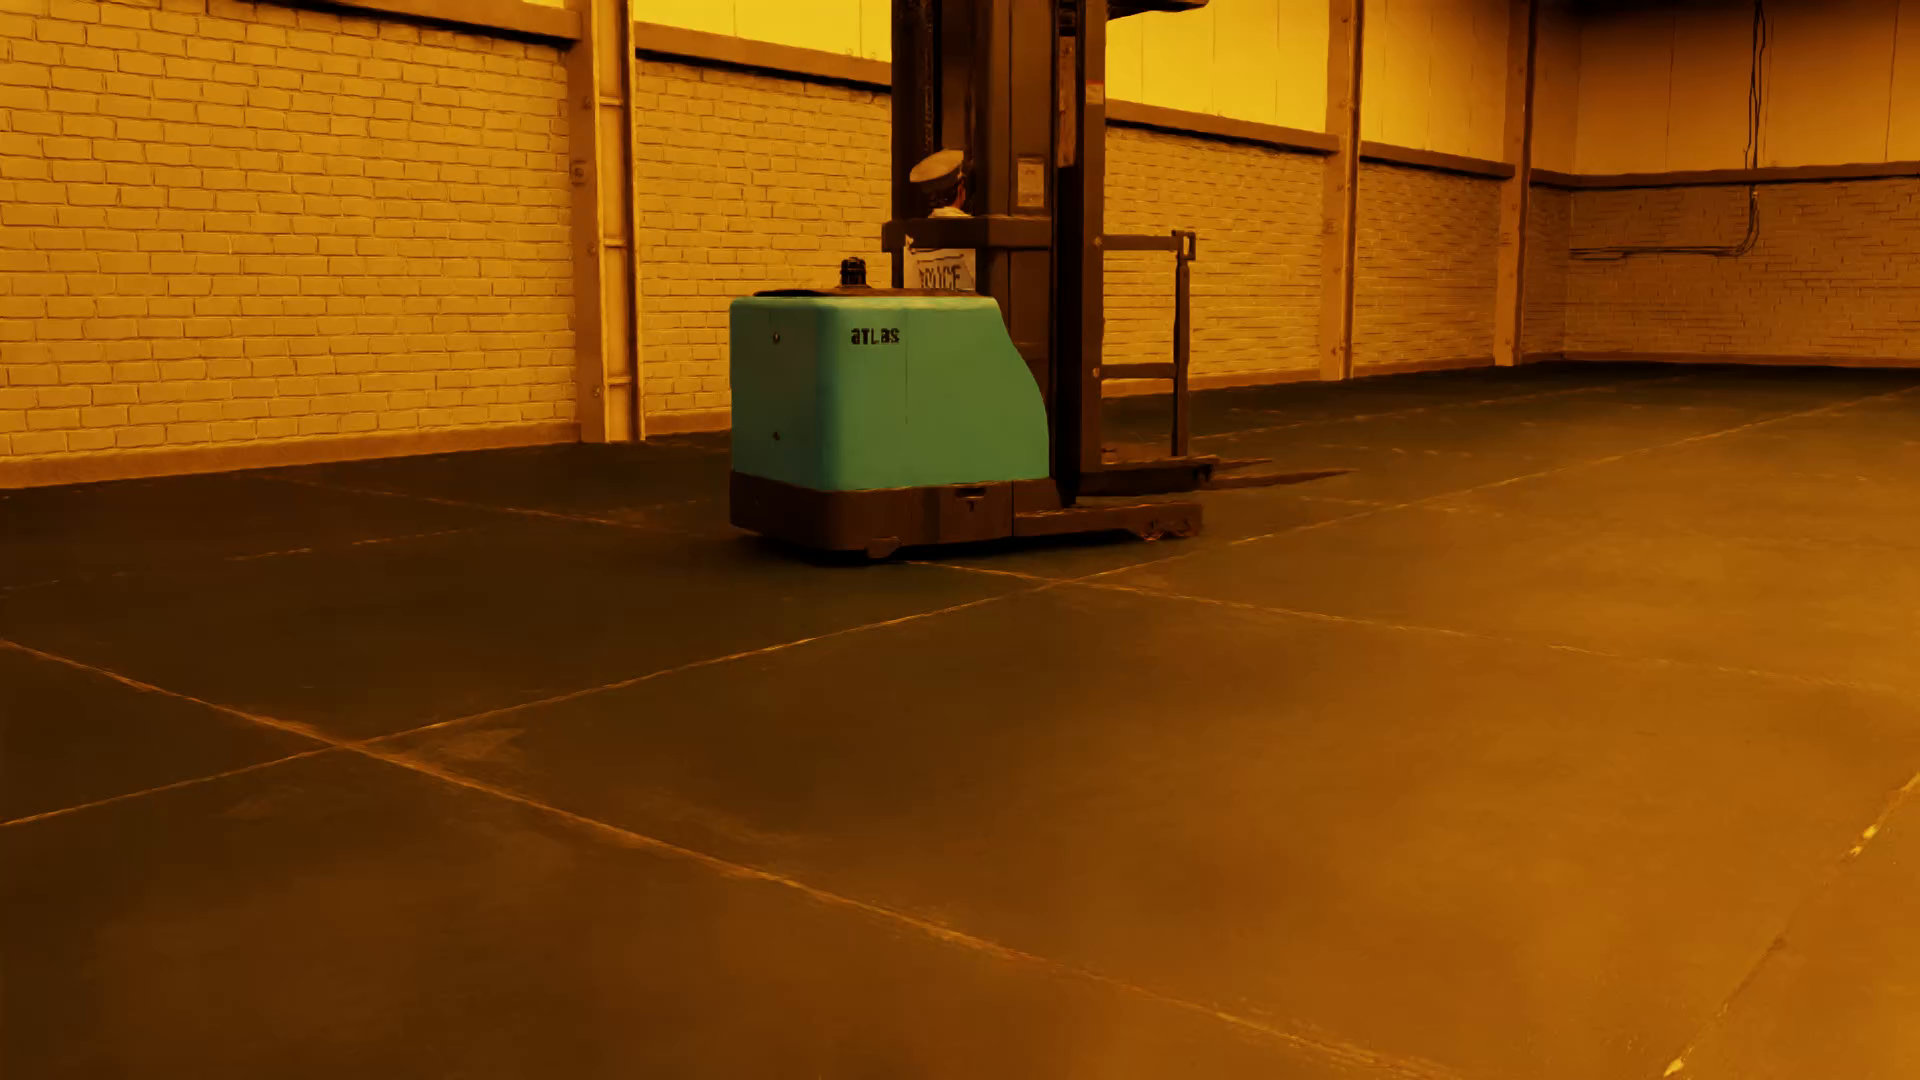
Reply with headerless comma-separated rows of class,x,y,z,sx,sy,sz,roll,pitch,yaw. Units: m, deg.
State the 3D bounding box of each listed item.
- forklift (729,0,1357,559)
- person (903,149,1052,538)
forklift,0.503,-1.507,7.583,3.031,2.935,1.130,-5,10,-31
person,0.042,-0.852,7.321,0.586,1.694,0.571,7,11,38
